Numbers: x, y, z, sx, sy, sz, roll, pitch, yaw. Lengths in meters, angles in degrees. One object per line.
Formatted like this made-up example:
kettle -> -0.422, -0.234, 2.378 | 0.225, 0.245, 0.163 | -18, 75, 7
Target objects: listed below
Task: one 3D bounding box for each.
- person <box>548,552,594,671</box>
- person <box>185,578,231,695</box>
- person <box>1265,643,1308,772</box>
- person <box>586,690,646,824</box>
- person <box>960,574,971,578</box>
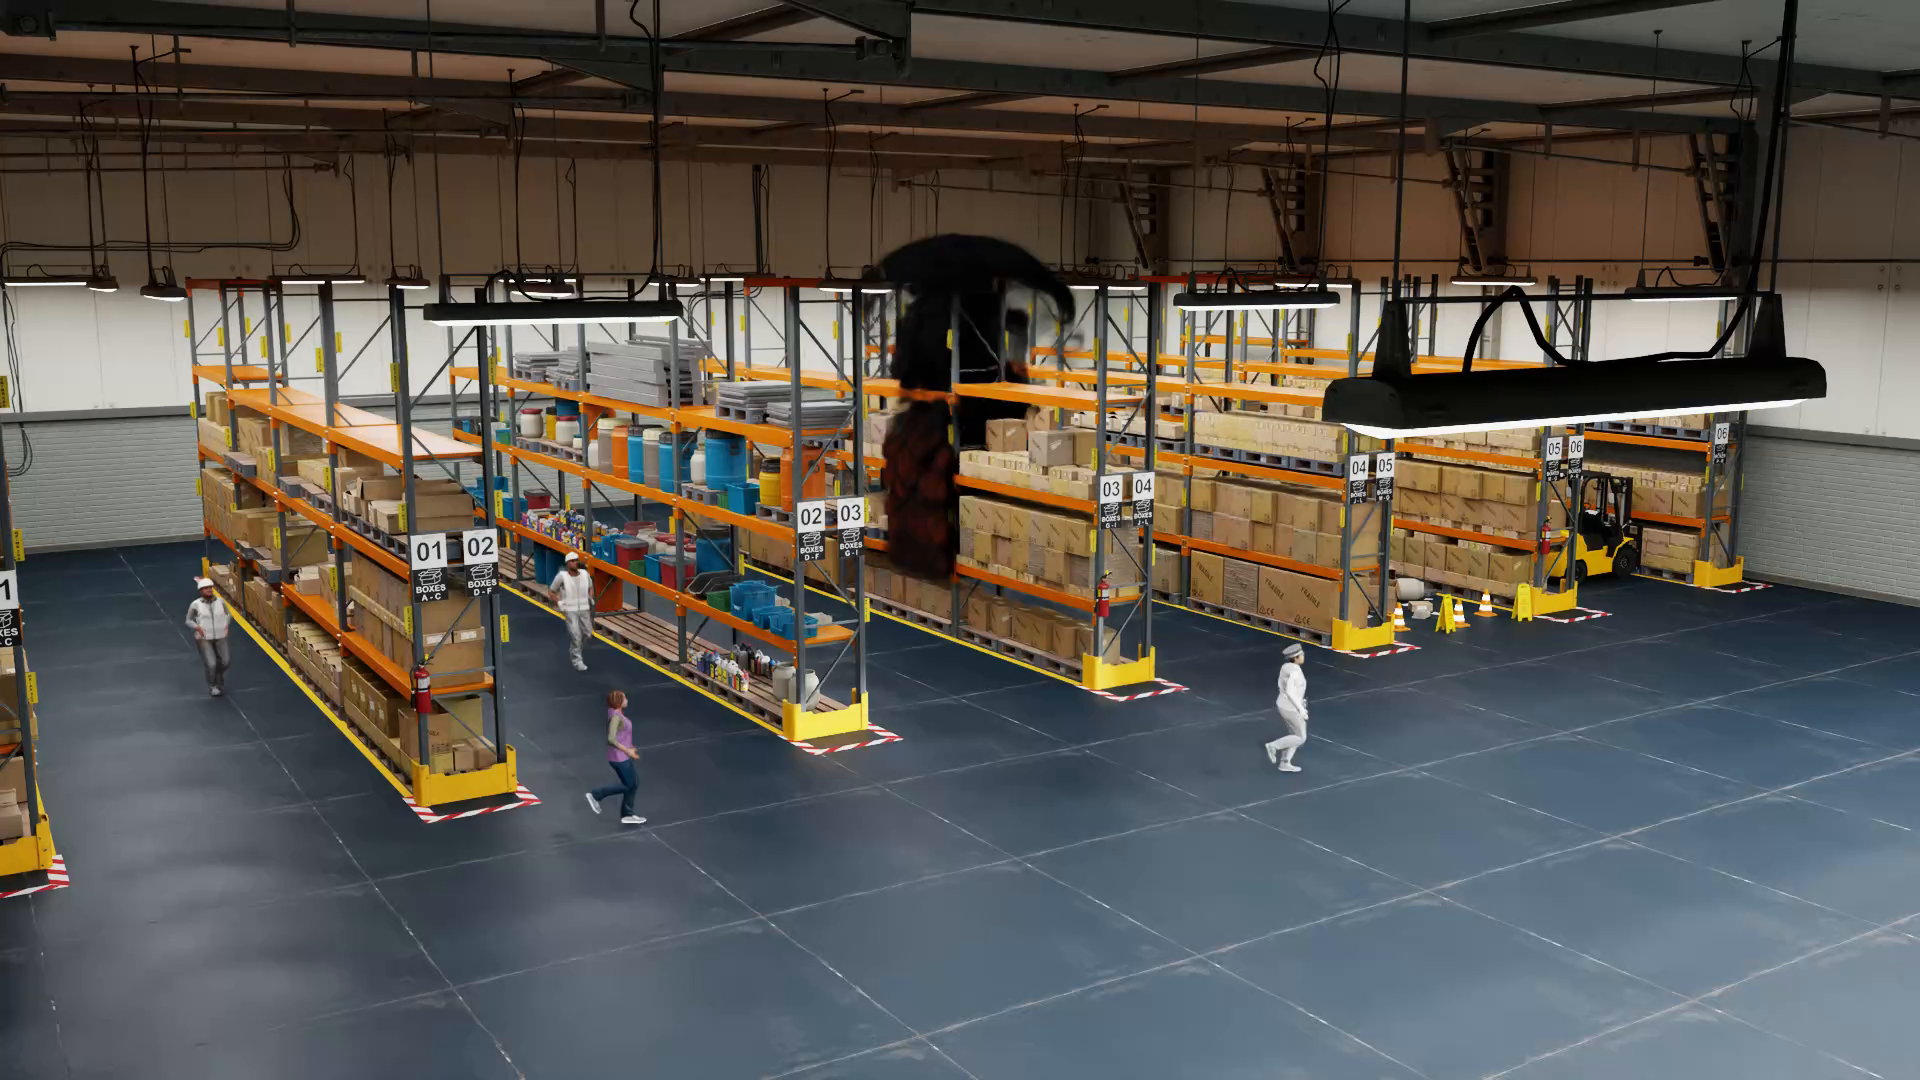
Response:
person -> -5.737, 1.053, 24.763 | 0.671, 1.750, 0.656 | -7, 12, -36
person -> -10.978, 1.418, 24.391 | 0.654, 1.722, 0.603 | -8, 12, -38
person -> 4.073, 2.092, 20.696 | 0.581, 1.644, 0.605 | -1, 10, -4
person -> -3.898, 2.457, 18.775 | 0.652, 1.571, 0.545 | -2, 10, -11
person -> 0.153, -0.109, 31.982 | 0.560, 1.744, 0.603 | -7, 12, -35
